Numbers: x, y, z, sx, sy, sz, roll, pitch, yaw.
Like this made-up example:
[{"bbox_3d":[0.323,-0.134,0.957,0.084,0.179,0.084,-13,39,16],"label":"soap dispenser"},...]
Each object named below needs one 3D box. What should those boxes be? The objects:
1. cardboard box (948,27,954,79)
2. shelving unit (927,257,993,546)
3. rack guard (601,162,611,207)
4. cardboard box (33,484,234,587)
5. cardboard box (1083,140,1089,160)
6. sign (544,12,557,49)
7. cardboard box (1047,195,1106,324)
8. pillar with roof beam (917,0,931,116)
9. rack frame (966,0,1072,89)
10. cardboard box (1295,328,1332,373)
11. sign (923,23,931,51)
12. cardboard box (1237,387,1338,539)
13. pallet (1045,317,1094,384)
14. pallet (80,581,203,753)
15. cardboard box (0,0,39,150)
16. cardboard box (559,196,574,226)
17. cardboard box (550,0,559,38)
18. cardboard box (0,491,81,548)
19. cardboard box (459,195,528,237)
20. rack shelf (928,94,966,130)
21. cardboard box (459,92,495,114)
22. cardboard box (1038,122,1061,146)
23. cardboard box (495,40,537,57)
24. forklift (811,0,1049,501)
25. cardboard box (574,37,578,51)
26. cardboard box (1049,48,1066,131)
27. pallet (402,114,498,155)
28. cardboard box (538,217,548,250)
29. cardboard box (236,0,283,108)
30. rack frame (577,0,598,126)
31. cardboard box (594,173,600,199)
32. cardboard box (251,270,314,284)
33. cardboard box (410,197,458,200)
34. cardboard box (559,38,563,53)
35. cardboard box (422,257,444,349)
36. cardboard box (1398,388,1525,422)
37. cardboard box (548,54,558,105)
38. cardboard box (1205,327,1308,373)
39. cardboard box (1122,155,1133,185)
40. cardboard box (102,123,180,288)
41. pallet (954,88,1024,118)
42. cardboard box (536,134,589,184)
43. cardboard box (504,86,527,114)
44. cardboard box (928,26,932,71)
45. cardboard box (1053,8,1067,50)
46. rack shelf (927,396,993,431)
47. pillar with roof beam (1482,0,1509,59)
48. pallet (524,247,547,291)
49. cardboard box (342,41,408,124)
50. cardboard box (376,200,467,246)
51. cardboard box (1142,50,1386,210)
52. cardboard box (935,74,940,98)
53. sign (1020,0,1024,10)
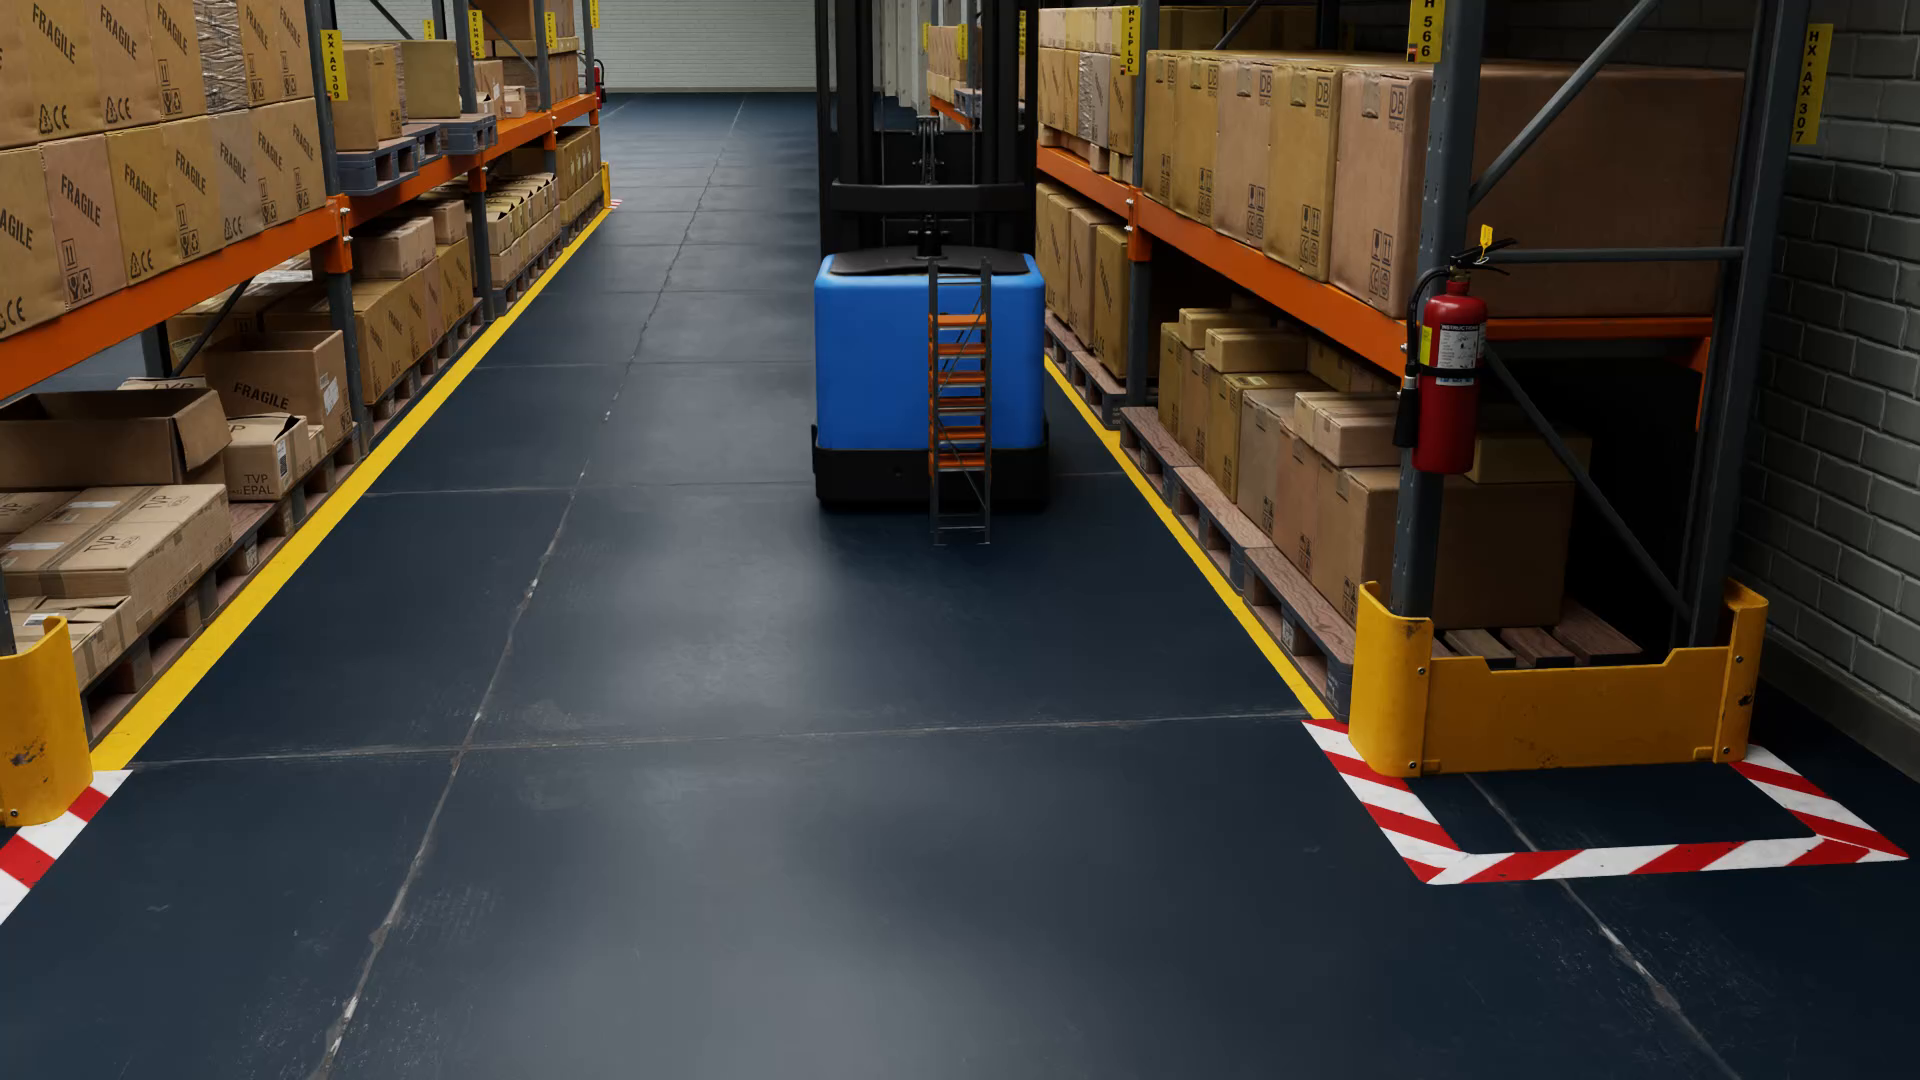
[{"bbox_3d":[0.152,-4.951,16.904,0.500,0.500,0.500,-2,18,-6],"label":"cardboard box"},{"bbox_3d":[-0.002,-0.577,7.011,0.258,1.200,0.189,-2,18,-6],"label":"shelving unit"},{"bbox_3d":[-4.776,-4.227,19.808,1.175,0.500,0.348,-2,18,-6],"label":"rack guard"},{"bbox_3d":[-3.000,-0.013,6.066,0.500,0.250,0.500,-2,18,-6],"label":"cardboard box"},{"bbox_3d":[0.971,-2.433,10.304,0.380,0.149,0.250,-1,17,-4],"label":"cardboard box"},{"bbox_3d":[-3.822,-4.755,15.516,0.100,0.325,0.005,-2,18,-6],"label":"sign"},{"bbox_3d":[1.008,-1.874,11.026,0.750,0.750,0.750,-2,18,-6],"label":"cardboard box"},{"bbox_3d":[-5.053,-13.477,35.082,9.100,9.000,0.400,-2,18,-6],"label":"pillar with roof beam"},{"bbox_3d":[0.566,-4.375,16.106,1.000,3.000,0.127,-2,18,-6],"label":"rack frame"},{"bbox_3d":[1.658,-0.822,7.176,0.380,0.149,0.250,-2,18,-5],"label":"cardboard box"},{"bbox_3d":[-0.386,-5.963,19.718,0.100,0.325,0.005,-2,18,-6],"label":"sign"},{"bbox_3d":[1.528,-0.312,6.636,0.700,0.500,0.500,-2,18,-7],"label":"cardboard box"},{"bbox_3d":[1.108,-1.253,10.817,1.003,0.211,1.213,-2,18,-6],"label":"pallet"},{"bbox_3d":[-3.214,0.425,5.473,1.003,0.211,1.213,-2,18,-6],"label":"pallet"},{"bbox_3d":[-2.907,-1.311,4.509,0.500,0.500,0.500,-1,17,-4],"label":"cardboard box"},{"bbox_3d":[-4.107,-3.257,16.434,0.500,0.250,0.500,-2,18,-6],"label":"cardboard box"},{"bbox_3d":[-4.568,-5.468,17.255,0.700,0.500,0.500,-2,18,-6],"label":"cardboard box"},{"bbox_3d":[-3.492,0.018,5.969,0.500,0.250,0.500,-2,18,-6],"label":"cardboard box"},{"bbox_3d":[-3.823,-2.659,13.591,0.500,0.311,0.500,-2,18,-7],"label":"cardboard box"},{"bbox_3d":[0.360,-4.628,18.111,1.077,0.370,4.000,-2,18,-6],"label":"rack shelf"},{"bbox_3d":[-3.848,-3.259,12.700,0.500,0.311,0.500,-2,18,-6],"label":"cardboard box"},{"bbox_3d":[0.743,-2.811,11.509,0.380,0.149,0.250,-1,17,-4],"label":"cardboard box"},{"bbox_3d":[-4.196,-4.664,15.777,0.380,0.149,0.250,-2,18,-6],"label":"cardboard box"},{"bbox_3d":[-0.167,-1.960,8.527,1.130,2.935,3.031,0,17,-1],"label":"forklift"},{"bbox_3d":[-4.516,-5.584,18.706,0.380,0.149,0.250,-1,17,-4],"label":"cardboard box"},{"bbox_3d":[0.869,-2.926,10.792,0.500,0.500,0.500,-2,18,-6],"label":"cardboard box"},{"bbox_3d":[-3.809,-2.738,11.211,1.213,0.211,1.003,-2,18,-6],"label":"pallet"},{"bbox_3d":[-3.926,-2.692,14.633,0.500,0.250,0.500,-1,17,-4],"label":"cardboard box"},{"bbox_3d":[-3.171,-2.067,6.918,0.500,0.500,0.500,-2,18,-7],"label":"cardboard box"},{"bbox_3d":[-4.773,-5.413,19.411,1.000,3.000,0.127,-2,18,-6],"label":"rack frame"},{"bbox_3d":[-4.361,-4.002,18.806,0.500,0.250,0.500,-2,18,-6],"label":"cardboard box"},{"bbox_3d":[-3.966,-1.290,9.717,0.500,0.500,0.500,-2,17,-5],"label":"cardboard box"},{"bbox_3d":[-4.357,-2.639,13.528,0.500,0.311,0.500,-2,18,-6],"label":"cardboard box"},{"bbox_3d":[-4.382,-5.200,17.483,0.380,0.149,0.250,-2,18,-6],"label":"cardboard box"},{"bbox_3d":[-3.505,-1.465,10.274,0.500,0.500,0.500,-2,18,-8],"label":"cardboard box"},{"bbox_3d":[1.791,-0.443,5.968,0.380,0.149,0.250,-2,18,-5],"label":"cardboard box"},{"bbox_3d":[-4.522,-4.707,16.997,0.700,0.500,0.500,-2,17,-5],"label":"cardboard box"},{"bbox_3d":[1.274,-0.820,7.170,0.380,0.149,0.250,-2,18,-7],"label":"cardboard box"},{"bbox_3d":[1.075,-1.973,8.841,0.380,0.149,0.250,-2,18,-5],"label":"cardboard box"},{"bbox_3d":[-3.014,-1.137,5.624,0.500,0.500,0.500,-2,18,-6],"label":"cardboard box"},{"bbox_3d":[0.500,-4.052,15.395,1.003,0.211,1.213,-2,18,-6],"label":"pallet"},{"bbox_3d":[-4.254,-4.062,17.745,0.500,0.500,0.500,-2,18,-6],"label":"cardboard box"},{"bbox_3d":[-4.267,-4.004,15.174,0.500,0.250,0.500,-1,17,-2],"label":"cardboard box"},{"bbox_3d":[-0.096,-5.711,19.326,0.500,0.500,0.500,-2,18,-6],"label":"cardboard box"},{"bbox_3d":[0.881,-3.288,10.695,0.500,0.250,0.500,-2,18,-5],"label":"cardboard box"},{"bbox_3d":[-0.002,-0.534,7.024,0.258,0.103,0.180,-2,18,-6],"label":"rack shelf"},{"bbox_3d":[-1.958,-4.539,6.612,9.100,9.000,0.400,-2,18,-6],"label":"pillar with roof beam"},{"bbox_3d":[-4.117,-2.308,14.177,1.003,0.211,1.213,-2,18,-6],"label":"pallet"},{"bbox_3d":[-3.867,-2.815,10.267,0.700,0.500,0.500,1,17,5],"label":"cardboard box"},{"bbox_3d":[-3.608,-2.116,11.097,0.500,0.250,0.500,-1,17,-4],"label":"cardboard box"},{"bbox_3d":[1.431,-1.973,7.952,0.980,0.700,0.700,-2,17,-5],"label":"cardboard box"},{"bbox_3d":[0.002,-5.044,18.451,0.500,0.250,0.500,-2,18,-7],"label":"cardboard box"},{"bbox_3d":[0.708,-6.281,19.716,0.100,0.325,0.005,-2,18,-6],"label":"sign"}]
